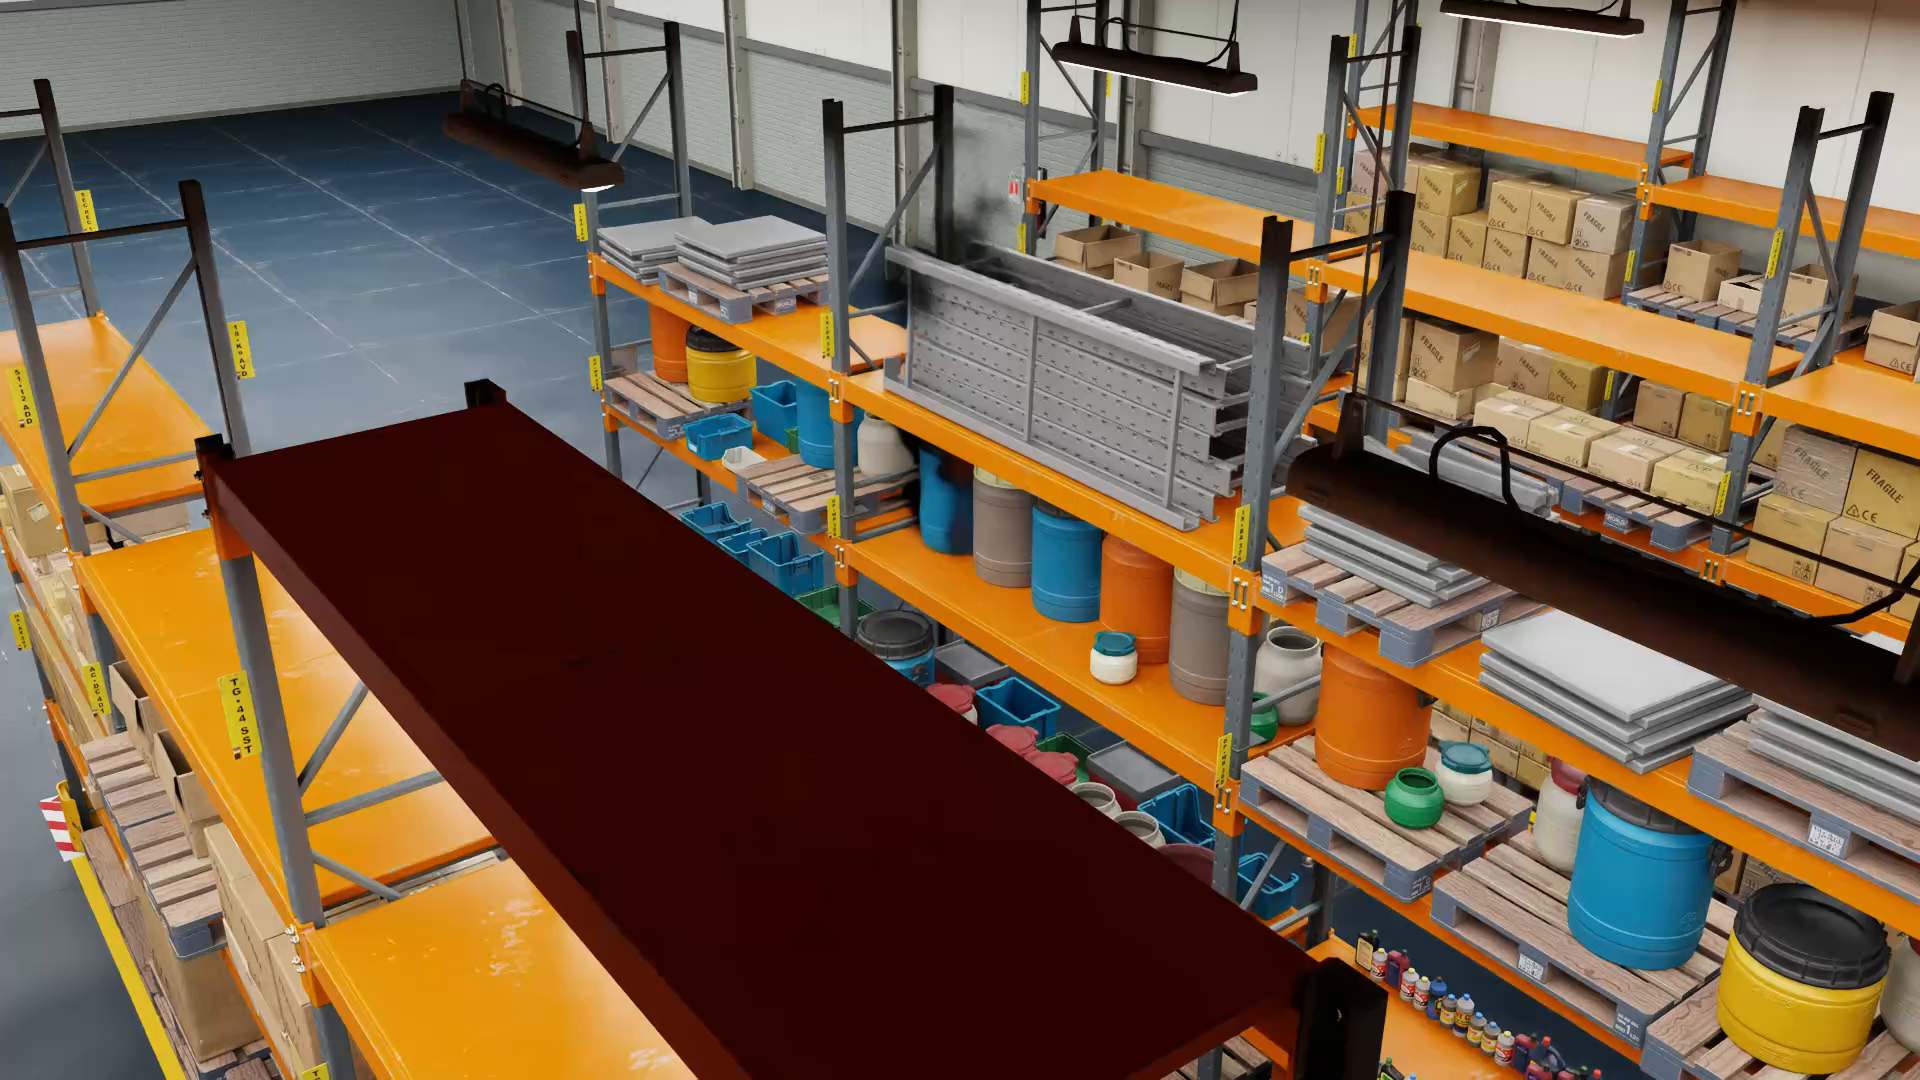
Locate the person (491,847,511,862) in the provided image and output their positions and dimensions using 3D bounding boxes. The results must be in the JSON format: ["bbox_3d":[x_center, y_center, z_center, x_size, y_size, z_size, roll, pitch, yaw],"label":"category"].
[{"bbox_3d":[-3.155,2.017,11.889,0.680,1.827,0.693,20,31,36],"label":"person"}]

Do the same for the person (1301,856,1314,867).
[{"bbox_3d":[2.973,1.851,12.386,0.791,1.626,0.508,21,32,38],"label":"person"}]
